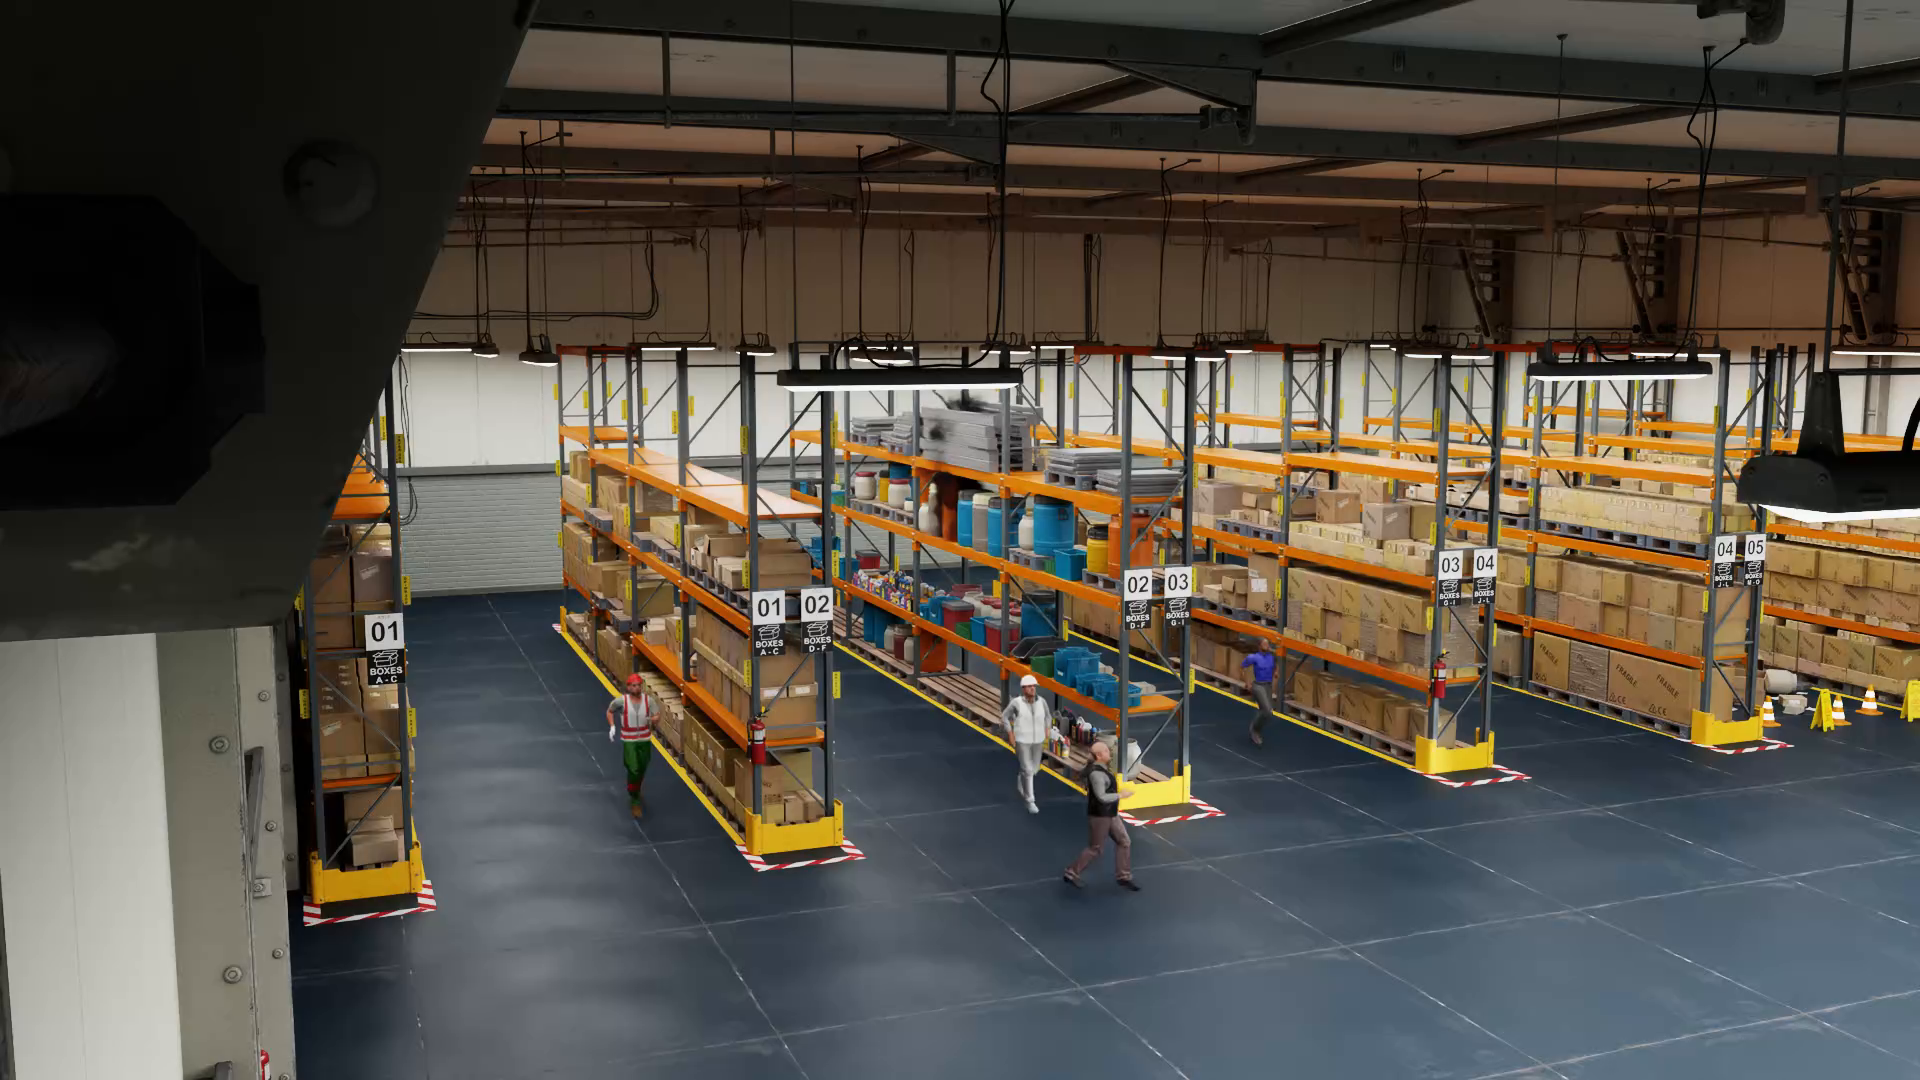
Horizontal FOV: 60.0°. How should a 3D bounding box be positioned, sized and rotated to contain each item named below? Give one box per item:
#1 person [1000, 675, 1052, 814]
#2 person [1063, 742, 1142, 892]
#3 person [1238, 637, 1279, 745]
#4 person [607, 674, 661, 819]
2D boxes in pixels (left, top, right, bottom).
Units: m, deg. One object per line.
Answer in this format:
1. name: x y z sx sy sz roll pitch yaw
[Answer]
1. person: 0.897 2.666 22.094 0.681 1.780 0.879 -3 8 -21
2. person: 1.609 3.121 18.699 0.882 1.747 0.659 1 7 10
3. person: 4.614 2.297 25.342 0.546 1.653 0.676 -5 9 -33
4. person: -4.268 2.664 21.853 0.650 1.840 0.826 -4 8 -27
